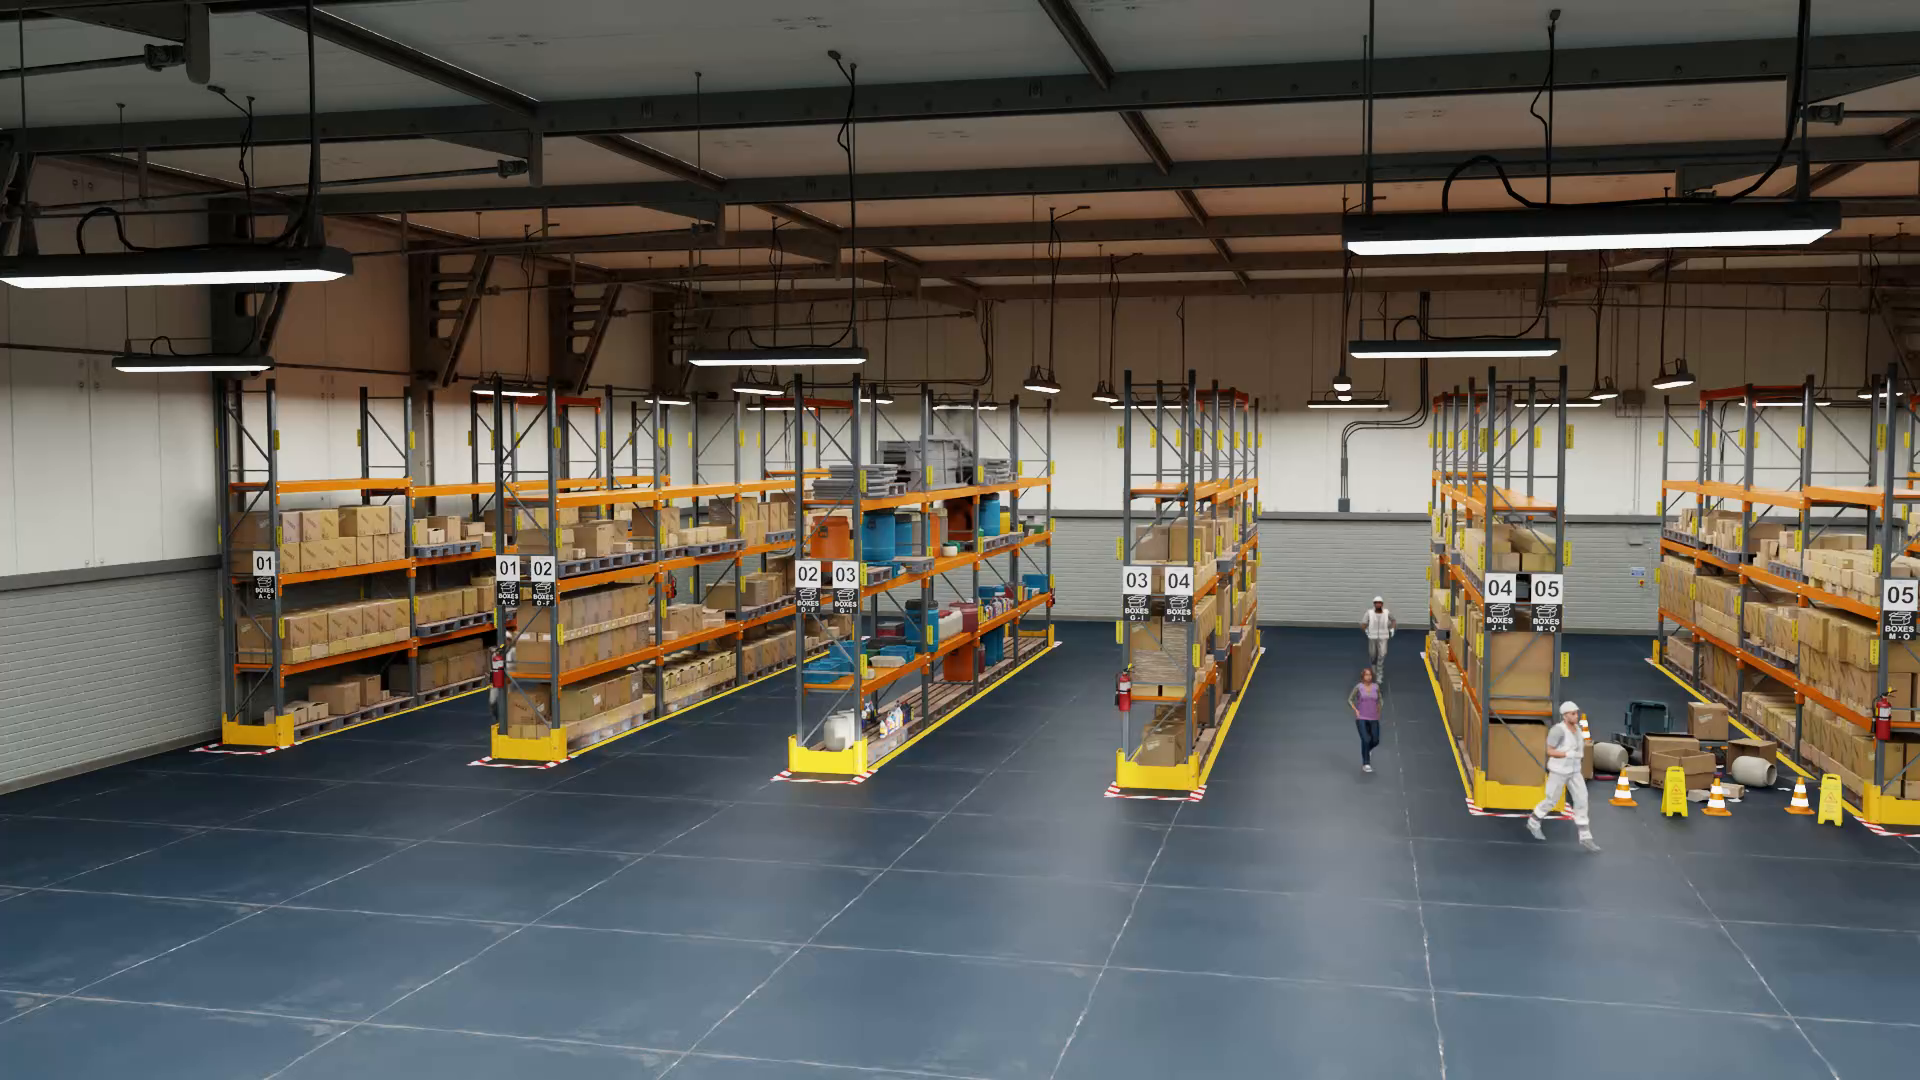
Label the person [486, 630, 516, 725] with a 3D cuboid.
[{"bbox_3d":[-7.815,2.414,28.401,0.633,1.754,0.683,0,3,2],"label":"person"}]

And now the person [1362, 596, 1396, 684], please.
[{"bbox_3d":[8.695,2.055,34.534,0.694,1.774,0.953,1,4,14],"label":"person"}]

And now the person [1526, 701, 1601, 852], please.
[{"bbox_3d":[7.388,2.852,20.350,0.609,1.786,0.992,-2,4,-25],"label":"person"}]

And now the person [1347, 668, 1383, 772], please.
[{"bbox_3d":[6.154,2.717,25.229,0.538,1.537,0.608,0,3,0],"label":"person"}]
